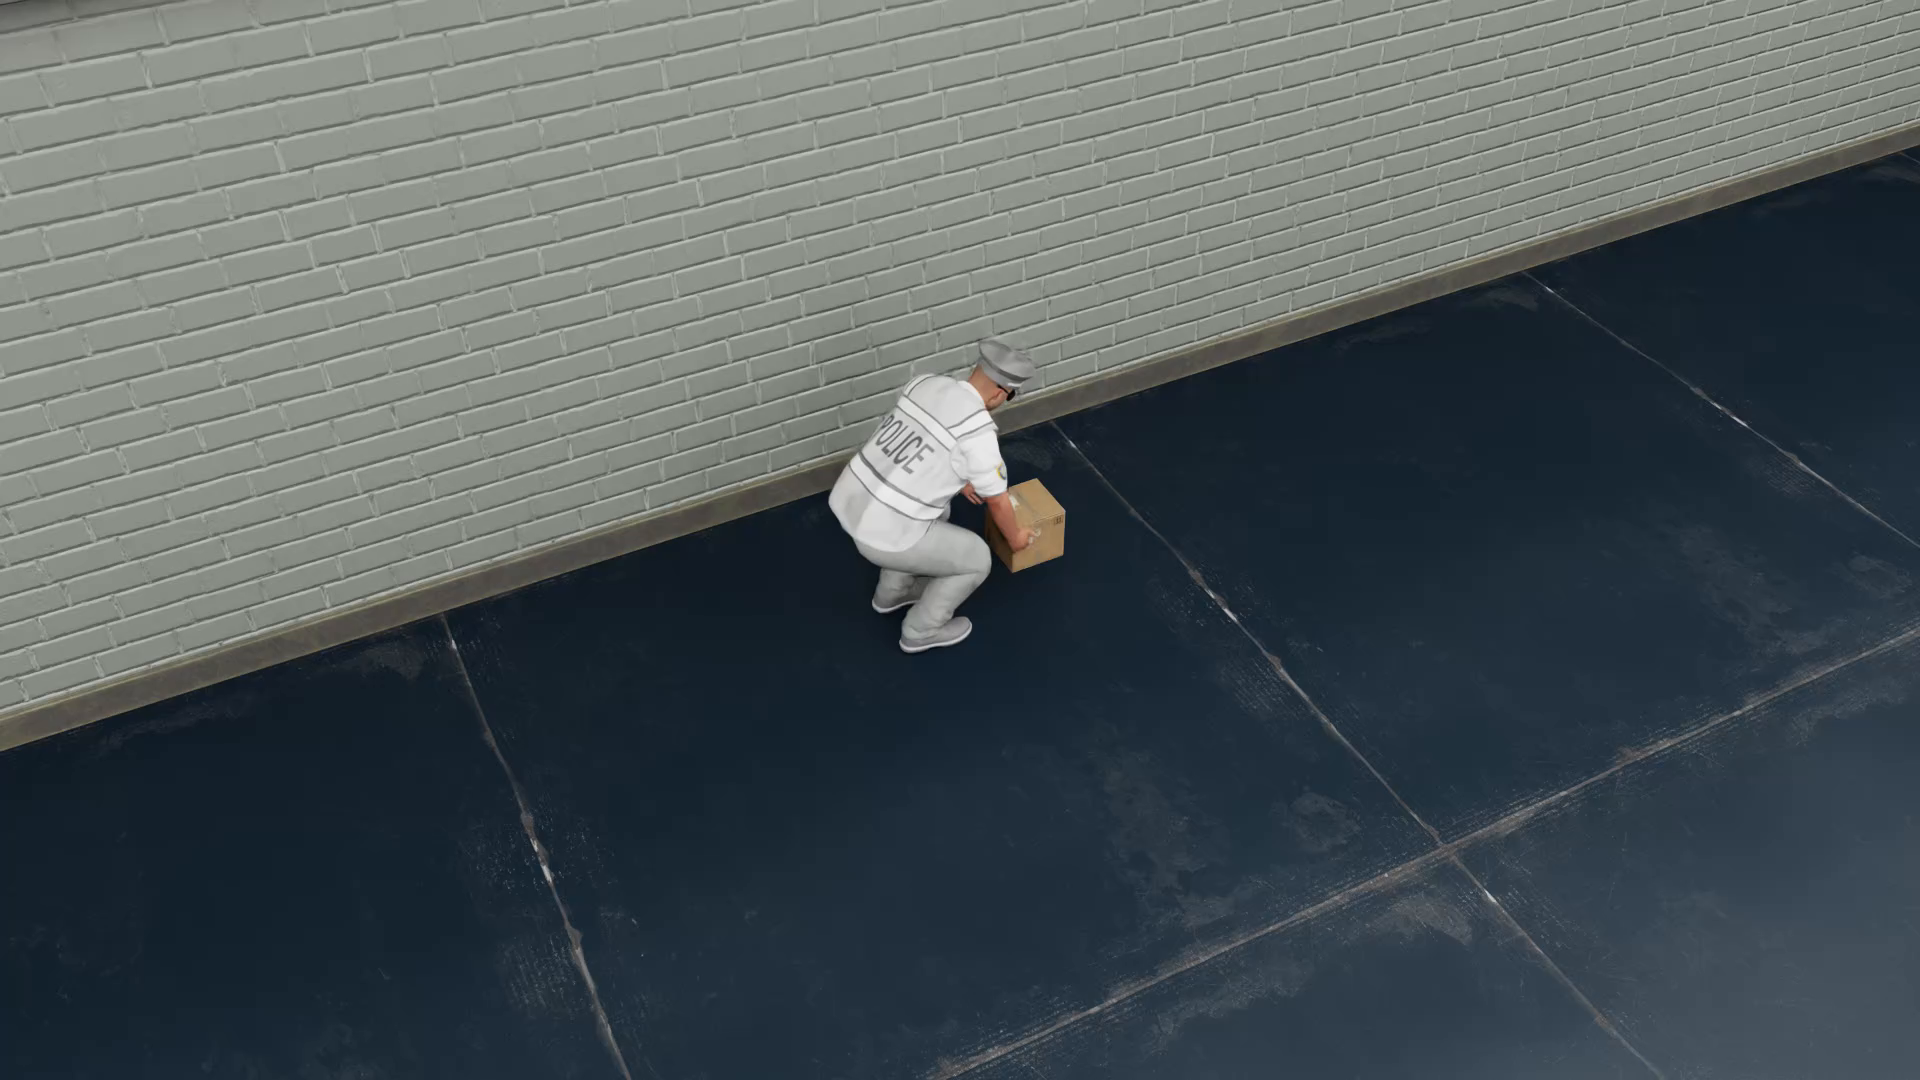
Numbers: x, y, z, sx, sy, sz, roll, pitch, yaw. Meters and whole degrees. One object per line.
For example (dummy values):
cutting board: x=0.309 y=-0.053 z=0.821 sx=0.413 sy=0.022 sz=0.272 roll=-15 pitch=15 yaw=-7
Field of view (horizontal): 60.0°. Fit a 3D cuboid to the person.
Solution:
person: x=-0.103 y=-0.181 z=6.755 sx=0.882 sy=1.242 sz=0.581 roll=-19 pitch=44 yaw=-20
